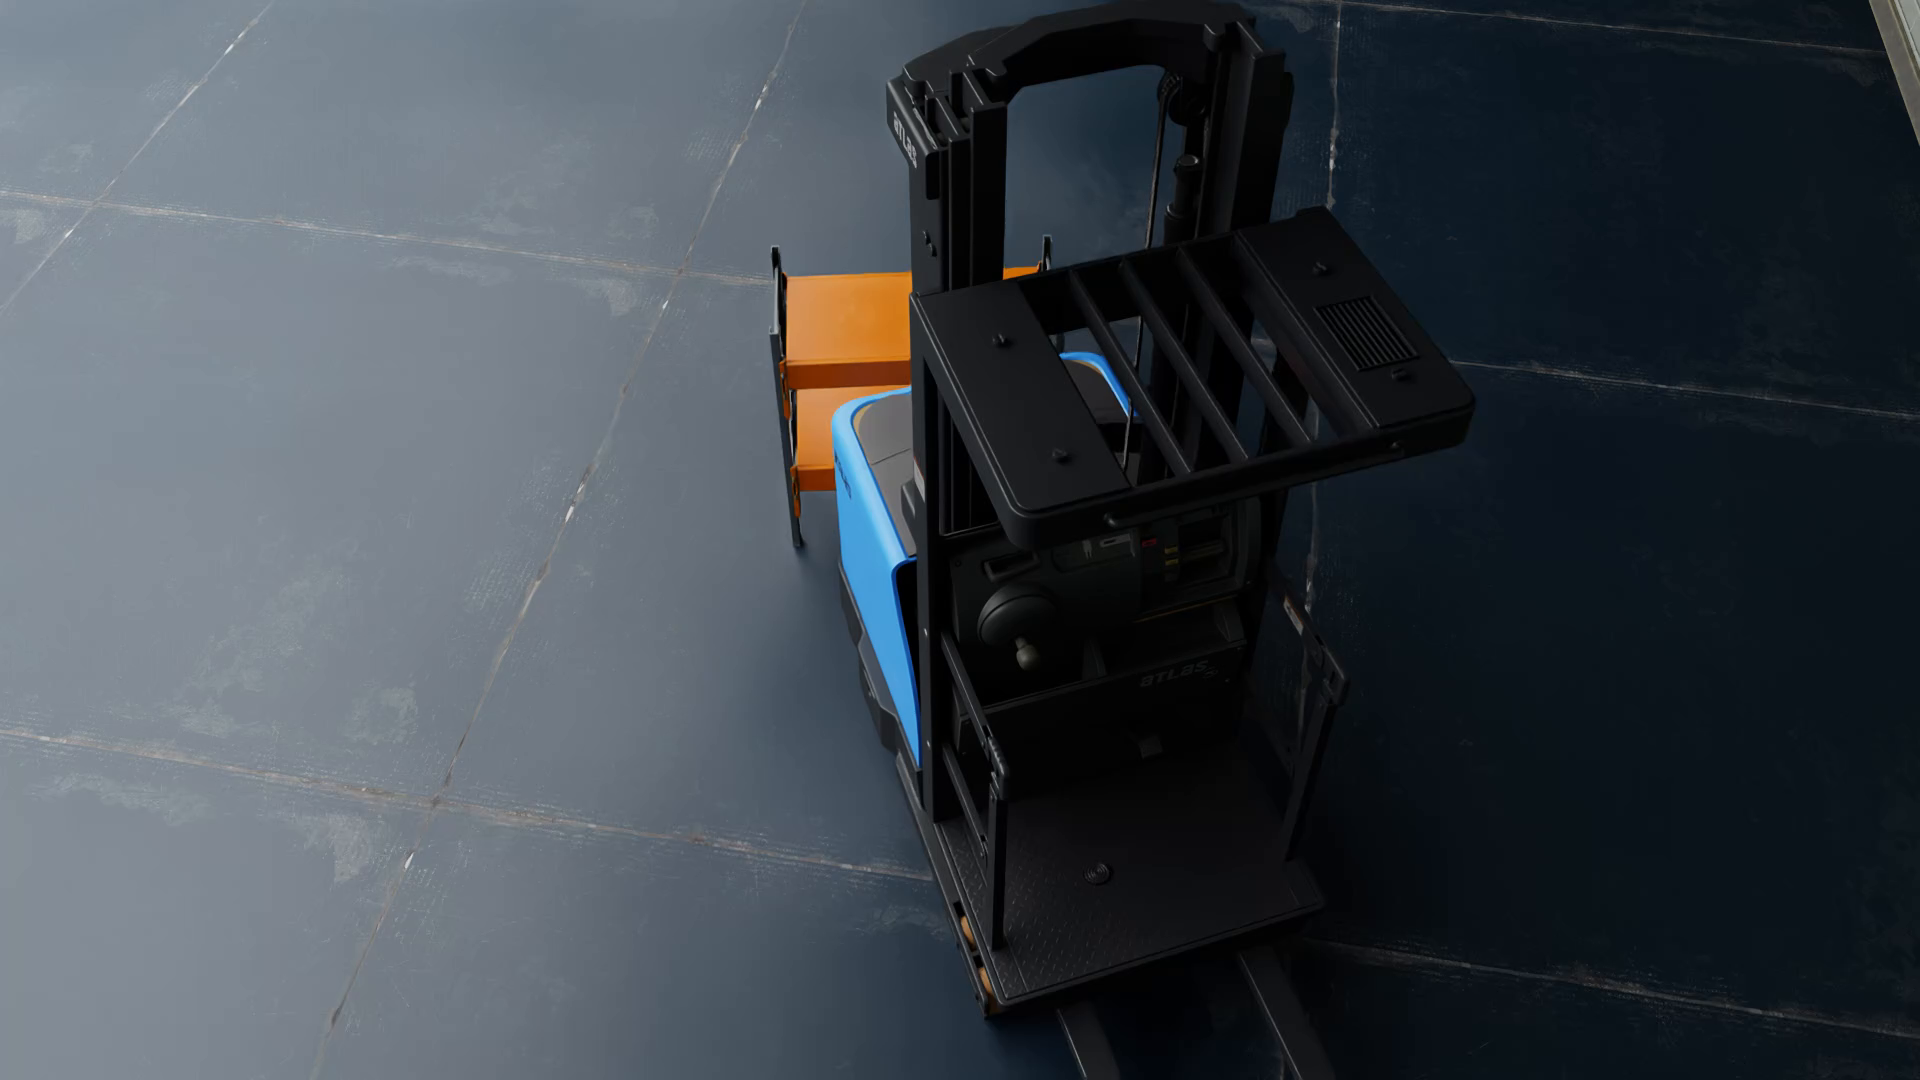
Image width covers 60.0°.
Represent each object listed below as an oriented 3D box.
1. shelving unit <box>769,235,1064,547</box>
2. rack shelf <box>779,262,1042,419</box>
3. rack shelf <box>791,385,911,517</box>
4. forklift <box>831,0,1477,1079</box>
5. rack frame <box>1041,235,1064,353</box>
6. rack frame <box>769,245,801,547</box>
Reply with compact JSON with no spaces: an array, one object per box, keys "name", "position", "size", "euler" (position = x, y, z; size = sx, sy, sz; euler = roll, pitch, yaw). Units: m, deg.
[{"name":"shelving unit","position":[-0.166,-0.560,6.469],"size":[1.048,1.125,0.538],"euler":[-3,48,-2]},{"name":"rack shelf","position":[-0.166,-0.755,6.251],"size":[1.000,0.278,0.538],"euler":[-3,48,-2]},{"name":"rack shelf","position":[-0.166,-0.396,6.651],"size":[1.000,0.278,0.538],"euler":[-3,48,-2]},{"name":"forklift","position":[0.490,0.197,4.575],"size":[1.130,2.935,3.031],"euler":[-14,50,-12]},{"name":"rack frame","position":[0.342,-0.583,6.490],"size":[0.032,1.125,0.500],"euler":[-3,48,-2]},{"name":"rack frame","position":[-0.673,-0.536,6.447],"size":[0.032,1.125,0.500],"euler":[-3,48,-2]}]
